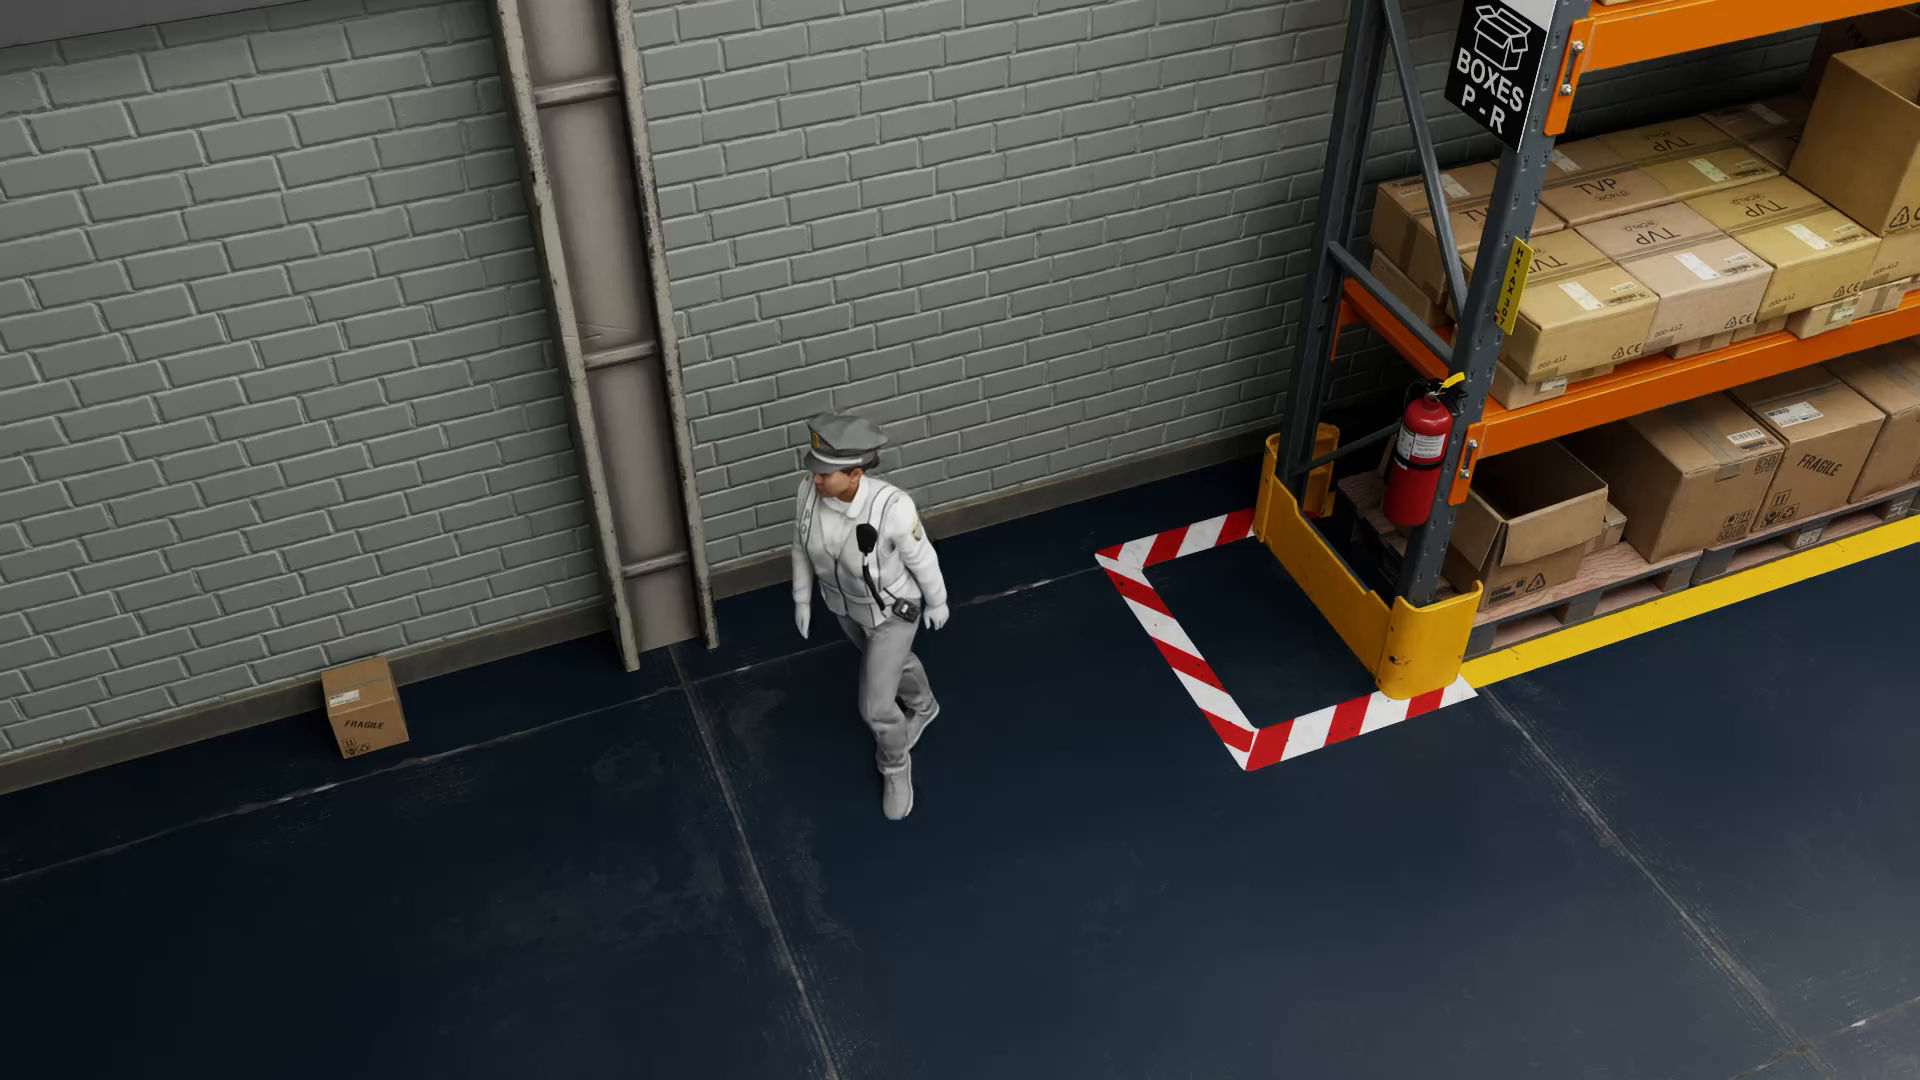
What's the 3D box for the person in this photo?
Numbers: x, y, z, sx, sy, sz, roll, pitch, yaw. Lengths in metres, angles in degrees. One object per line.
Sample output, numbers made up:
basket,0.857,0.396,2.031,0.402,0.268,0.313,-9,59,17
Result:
person,-0.291,0.208,5.930,0.529,1.723,0.528,27,48,27
